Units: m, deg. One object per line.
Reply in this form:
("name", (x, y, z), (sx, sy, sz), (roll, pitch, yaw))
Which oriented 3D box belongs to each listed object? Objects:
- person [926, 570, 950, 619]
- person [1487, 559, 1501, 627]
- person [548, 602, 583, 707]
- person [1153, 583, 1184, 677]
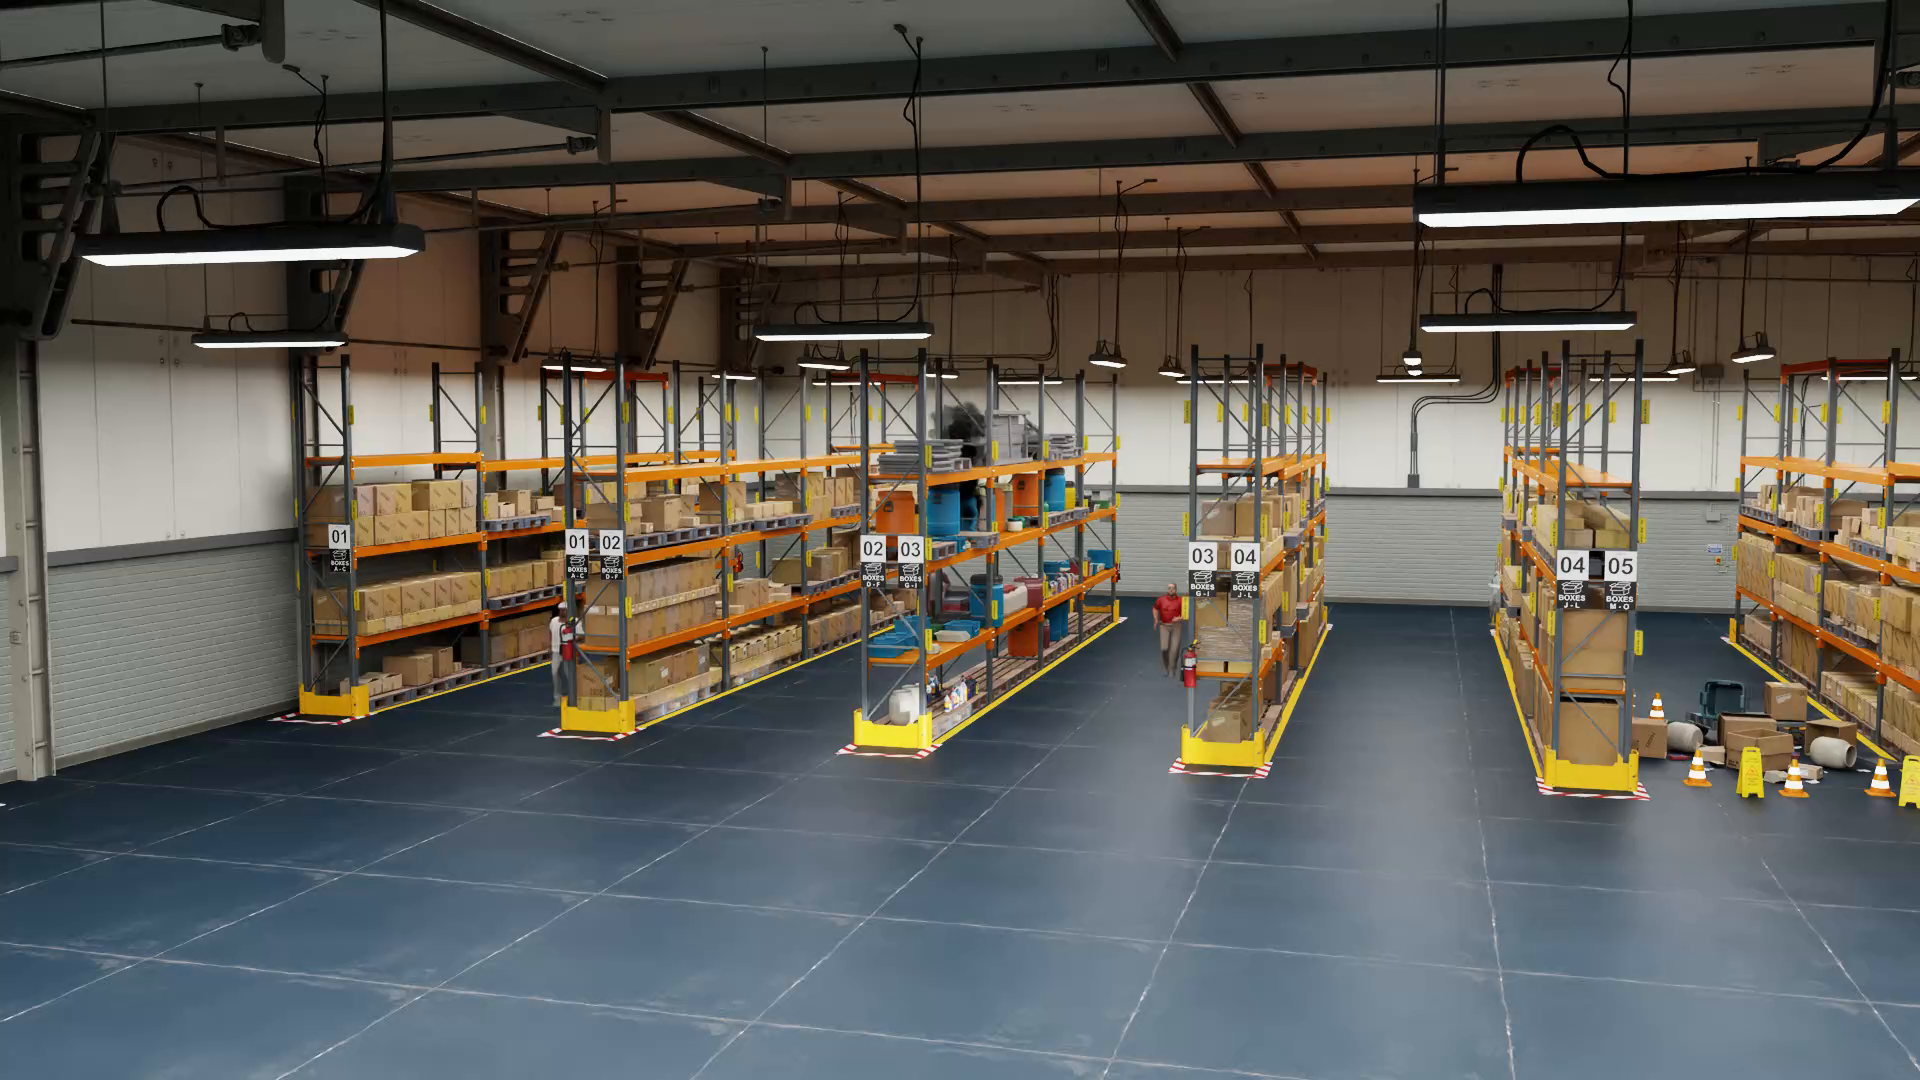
("person", (-0.597, 1.343, 37.132), (0.669, 1.777, 0.753), (1, 4, 9))
("person", (12.713, 1.270, 39.112), (0.591, 1.678, 0.769), (0, 4, 6))
("person", (-6.846, 1.975, 28.777), (0.682, 1.830, 0.694), (1, 4, 7))
("person", (3.785, 1.631, 29.922), (0.651, 1.724, 0.602), (1, 4, 9))
